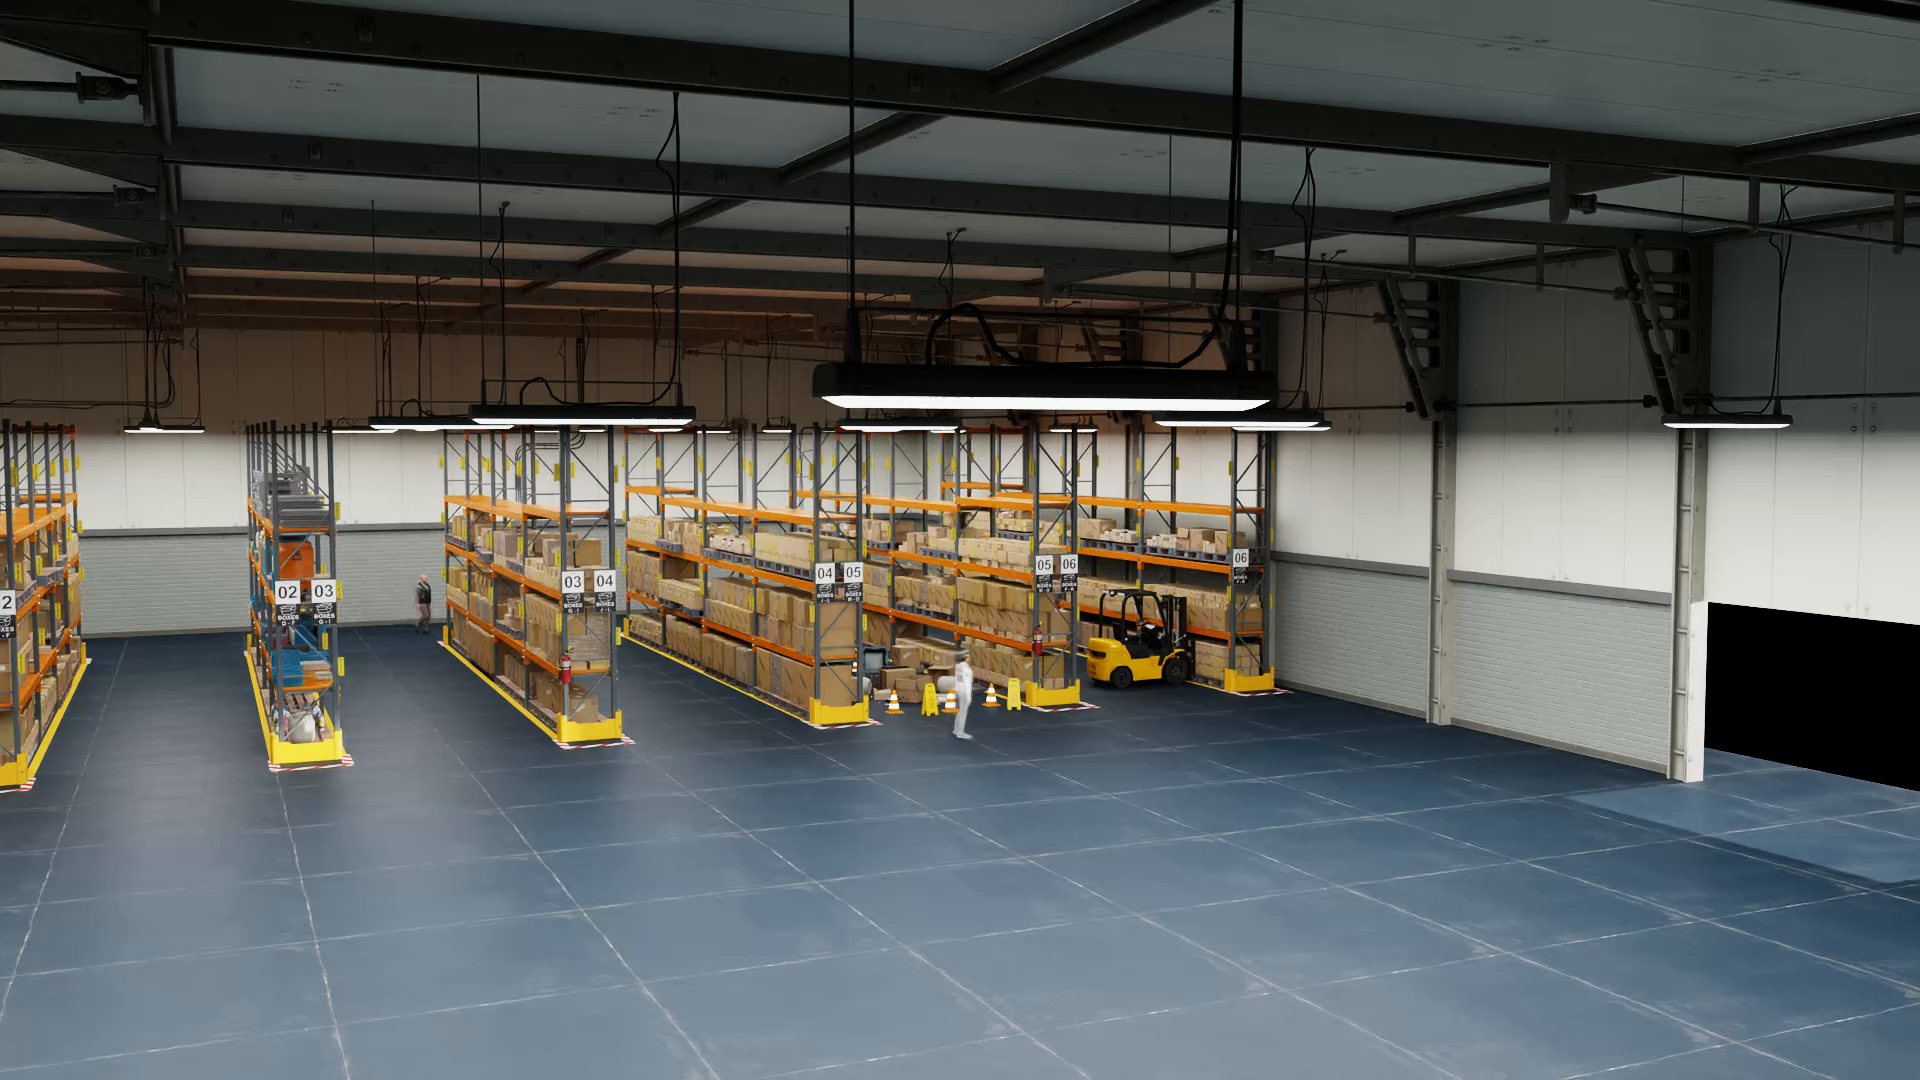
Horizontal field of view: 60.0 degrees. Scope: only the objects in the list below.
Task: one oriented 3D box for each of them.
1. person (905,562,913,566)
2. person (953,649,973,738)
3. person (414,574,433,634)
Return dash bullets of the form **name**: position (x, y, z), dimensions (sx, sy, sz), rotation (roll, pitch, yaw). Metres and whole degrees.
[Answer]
- **person**: position (-1.578, 1.551, 52.596), dimensions (0.819, 1.729, 0.543), rotation (-2, 4, -26)
- **person**: position (0.073, 2.938, 31.548), dimensions (0.334, 1.729, 0.567), rotation (-1, 4, -22)
- **person**: position (-15.444, 1.847, 47.952), dimensions (0.495, 1.717, 0.547), rotation (1, 4, 17)
